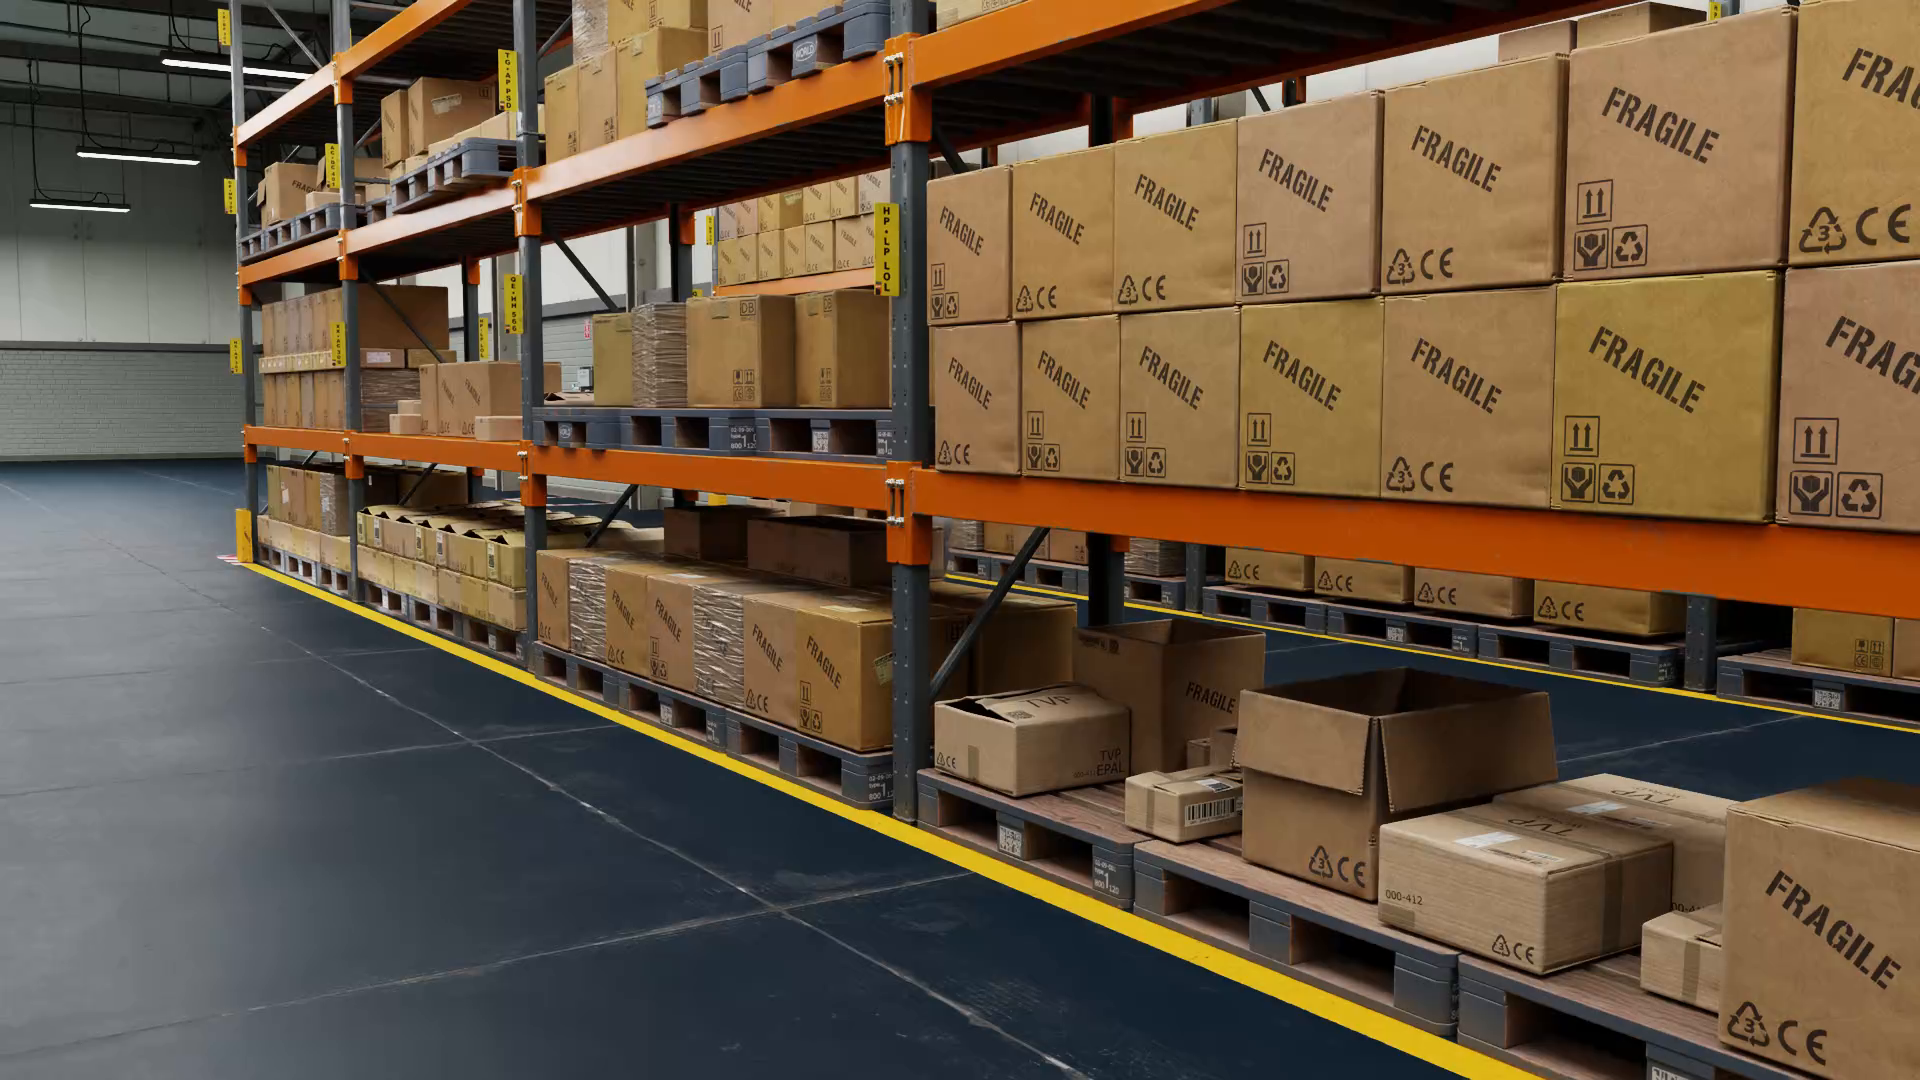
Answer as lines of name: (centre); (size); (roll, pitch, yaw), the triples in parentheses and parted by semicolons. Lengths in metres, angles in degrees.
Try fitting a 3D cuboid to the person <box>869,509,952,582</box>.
person: (-0.283, -0.107, 9.734); (0.450, 1.690, 0.514); (-3, 6, -34)
